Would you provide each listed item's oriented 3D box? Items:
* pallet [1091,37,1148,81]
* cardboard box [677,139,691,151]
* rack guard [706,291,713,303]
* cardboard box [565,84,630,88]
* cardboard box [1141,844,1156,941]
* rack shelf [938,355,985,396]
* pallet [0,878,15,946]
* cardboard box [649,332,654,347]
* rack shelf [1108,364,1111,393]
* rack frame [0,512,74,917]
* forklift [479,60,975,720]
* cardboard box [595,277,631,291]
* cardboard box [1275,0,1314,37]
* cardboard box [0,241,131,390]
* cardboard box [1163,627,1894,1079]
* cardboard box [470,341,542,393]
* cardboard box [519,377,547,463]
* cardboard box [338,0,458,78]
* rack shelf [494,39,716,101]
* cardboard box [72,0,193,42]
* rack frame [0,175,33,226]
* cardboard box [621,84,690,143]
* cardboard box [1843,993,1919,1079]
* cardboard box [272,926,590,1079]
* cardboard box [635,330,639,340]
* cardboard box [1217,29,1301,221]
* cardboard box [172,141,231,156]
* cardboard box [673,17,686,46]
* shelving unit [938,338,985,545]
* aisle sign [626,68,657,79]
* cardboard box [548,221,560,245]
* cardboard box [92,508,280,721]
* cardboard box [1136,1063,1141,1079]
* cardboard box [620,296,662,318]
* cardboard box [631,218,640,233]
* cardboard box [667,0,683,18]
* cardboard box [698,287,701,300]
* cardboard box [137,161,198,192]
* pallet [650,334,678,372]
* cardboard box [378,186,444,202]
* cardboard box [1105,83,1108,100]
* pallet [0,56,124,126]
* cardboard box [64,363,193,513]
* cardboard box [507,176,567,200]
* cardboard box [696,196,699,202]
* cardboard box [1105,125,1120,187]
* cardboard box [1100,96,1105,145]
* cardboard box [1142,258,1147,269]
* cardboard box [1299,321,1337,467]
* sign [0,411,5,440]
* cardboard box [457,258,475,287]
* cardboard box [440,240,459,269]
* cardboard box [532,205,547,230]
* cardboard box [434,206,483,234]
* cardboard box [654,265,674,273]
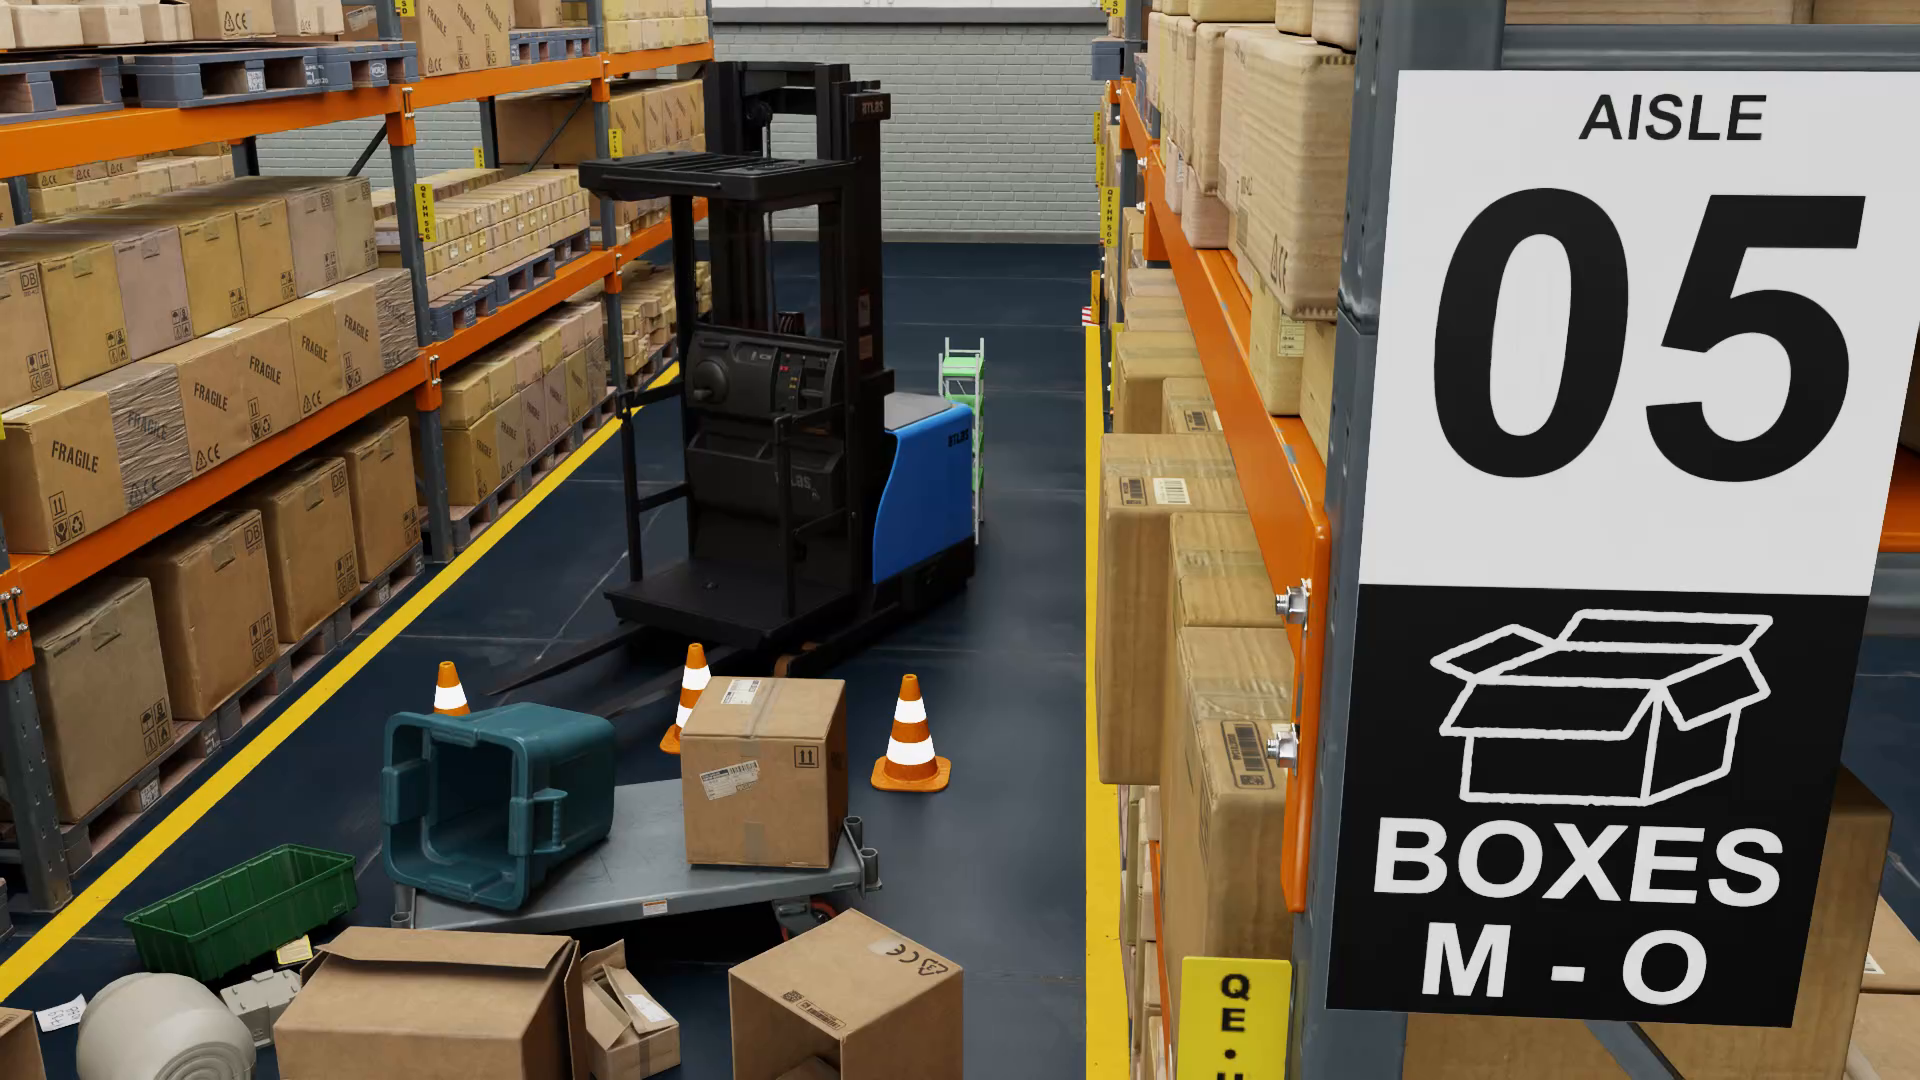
[{"bbox_3d":[1.375,-2.761,9.517,1.213,0.211,1.003,2,18,6],"label":"pallet"},{"bbox_3d":[-2.834,-3.514,15.690,0.500,0.500,0.500,1,18,4],"label":"cardboard box"},{"bbox_3d":[-2.995,-2.576,17.482,1.175,0.500,0.348,1,18,4],"label":"rack guard"},{"bbox_3d":[-3.376,-4.000,15.569,0.500,0.500,0.500,1,18,3],"label":"cardboard box"},{"bbox_3d":[0.663,0.919,4.296,0.380,0.149,0.250,2,18,7],"label":"cardboard box"},{"bbox_3d":[0.012,-1.017,10.264,0.258,0.148,0.480,1,18,4],"label":"rack shelf"},{"bbox_3d":[-3.982,1.499,5.509,1.003,0.211,1.213,1,18,4],"label":"pallet"},{"bbox_3d":[-2.992,-1.821,15.068,0.380,0.149,0.250,1,18,2],"label":"cardboard box"},{"bbox_3d":[1.238,-0.261,7.557,1.077,0.370,4.000,1,18,4],"label":"rack shelf"},{"bbox_3d":[-3.850,-0.061,5.790,1.000,3.000,0.127,1,18,4],"label":"rack frame"},{"bbox_3d":[-1.117,-0.830,8.248,1.130,2.935,3.031,11,21,30],"label":"forklift"},{"bbox_3d":[-3.376,-2.431,15.974,0.380,0.149,0.250,2,18,6],"label":"cardboard box"},{"bbox_3d":[0.594,-0.695,2.031,0.380,0.149,0.250,1,18,3],"label":"cardboard box"},{"bbox_3d":[-3.785,-0.897,6.578,0.700,0.500,0.500,1,18,3],"label":"cardboard box"},{"bbox_3d":[0.627,0.433,2.039,0.700,0.500,0.500,1,18,3],"label":"cardboard box"},{"bbox_3d":[-3.188,-1.191,11.375,0.500,0.250,0.500,1,18,4],"label":"cardboard box"},{"bbox_3d":[-3.193,-0.844,11.522,0.500,0.500,0.500,1,18,3],"label":"cardboard box"},{"bbox_3d":[-3.257,-2.947,9.622,0.500,0.500,0.500,1,18,4],"label":"cardboard box"},{"bbox_3d":[-3.133,-4.250,14.914,1.077,0.370,4.000,1,18,4],"label":"rack shelf"},{"bbox_3d":[-3.504,-2.246,7.023,0.396,0.266,0.258,1,18,4],"label":"cardboard box"},{"bbox_3d":[-8.216,-2.687,13.807,1.000,3.000,0.127,1,18,4],"label":"rack frame"},{"bbox_3d":[-2.839,-3.985,15.523,0.500,0.500,0.500,2,18,7],"label":"cardboard box"},{"bbox_3d":[1.119,0.931,2.126,0.500,0.500,0.500,1,18,3],"label":"cardboard box"},{"bbox_3d":[-1.533,1.490,4.850,0.797,0.637,0.503,1,18,4],"label":"cardboard box"},{"bbox_3d":[-3.021,-1.794,14.507,0.380,0.149,0.250,1,18,4],"label":"cardboard box"},{"bbox_3d":[0.627,-0.555,2.247,0.500,0.250,0.500,1,18,3],"label":"cardboard box"},{"bbox_3d":[-7.702,-4.199,16.979,0.500,0.500,0.500,2,18,5],"label":"cardboard box"},{"bbox_3d":[-2.836,-4.682,15.318,0.500,0.250,0.500,2,18,6],"label":"cardboard box"},{"bbox_3d":[0.012,-0.622,10.393,0.258,1.200,0.503,1,18,4],"label":"shelving unit"},{"bbox_3d":[-3.284,-5.052,16.849,0.394,0.787,0.004,1,18,4],"label":"aisle sign"},{"bbox_3d":[-3.163,-2.262,12.237,0.380,0.149,0.250,0,18,1],"label":"cardboard box"},{"bbox_3d":[-3.822,0.315,7.584,1.050,0.750,0.750,1,18,4],"label":"cardboard box"},{"bbox_3d":[0.721,1.634,4.361,0.500,0.250,0.500,1,18,3],"label":"cardboard box"},{"bbox_3d":[-2.901,-2.098,14.956,0.380,0.149,0.250,2,18,5],"label":"cardboard box"},{"bbox_3d":[-2.993,-2.757,14.422,0.380,0.149,0.250,0,18,1],"label":"cardboard box"},{"bbox_3d":[-2.844,-4.913,15.219,0.500,0.250,0.500,2,18,5],"label":"cardboard box"},{"bbox_3d":[-2.778,-2.442,16.484,0.380,0.149,0.250,1,18,2],"label":"cardboard box"},{"bbox_3d":[-7.773,-3.528,16.135,0.500,0.250,0.500,1,18,2],"label":"cardboard box"},{"bbox_3d":[-3.179,-1.809,15.606,1.003,0.211,1.213,1,18,4],"label":"pallet"},{"bbox_3d":[-3.855,-2.394,11.687,0.380,0.149,0.250,2,18,6],"label":"cardboard box"},{"bbox_3d":[1.573,-4.274,15.841,0.380,0.149,0.250,2,18,6],"label":"cardboard box"},{"bbox_3d":[-3.833,-1.681,6.226,0.805,0.209,1.217,1,18,2],"label":"pallet"},{"bbox_3d":[-3.508,-0.422,6.734,0.500,0.500,0.500,1,18,4],"label":"cardboard box"},{"bbox_3d":[-3.149,-2.615,12.361,0.380,0.149,0.250,1,18,2],"label":"cardboard box"},{"bbox_3d":[-2.789,-3.406,16.403,0.380,0.149,0.250,1,18,3],"label":"cardboard box"},{"bbox_3d":[1.350,-2.858,12.563,0.500,0.500,0.500,1,18,5],"label":"cardboard box"},{"bbox_3d":[1.636,-4.088,16.316,0.500,0.500,0.500,1,18,3],"label":"cardboard box"},{"bbox_3d":[0.935,-1.127,6.689,0.380,0.149,0.250,1,18,2],"label":"cardboard box"},{"bbox_3d":[0.555,-0.162,1.687,0.380,0.149,0.250,1,18,4],"label":"cardboard box"},{"bbox_3d":[-3.296,-0.498,5.607,0.100,0.325,0.005,1,18,4],"label":"sign"},{"bbox_3d":[-3.291,-1.685,10.476,0.380,0.149,0.250,2,18,7],"label":"cardboard box"},{"bbox_3d":[-3.311,-1.754,10.211,0.380,0.149,0.250,2,18,7],"label":"cardboard box"},{"bbox_3d":[-3.181,-2.314,11.919,0.380,0.149,0.250,0,18,1],"label":"cardboard box"},{"bbox_3d":[-3.279,-2.047,10.626,0.380,0.149,0.250,1,18,2],"label":"cardboard box"},{"bbox_3d":[-2.850,-2.668,16.697,0.380,0.149,0.250,2,18,5],"label":"cardboard box"}]
